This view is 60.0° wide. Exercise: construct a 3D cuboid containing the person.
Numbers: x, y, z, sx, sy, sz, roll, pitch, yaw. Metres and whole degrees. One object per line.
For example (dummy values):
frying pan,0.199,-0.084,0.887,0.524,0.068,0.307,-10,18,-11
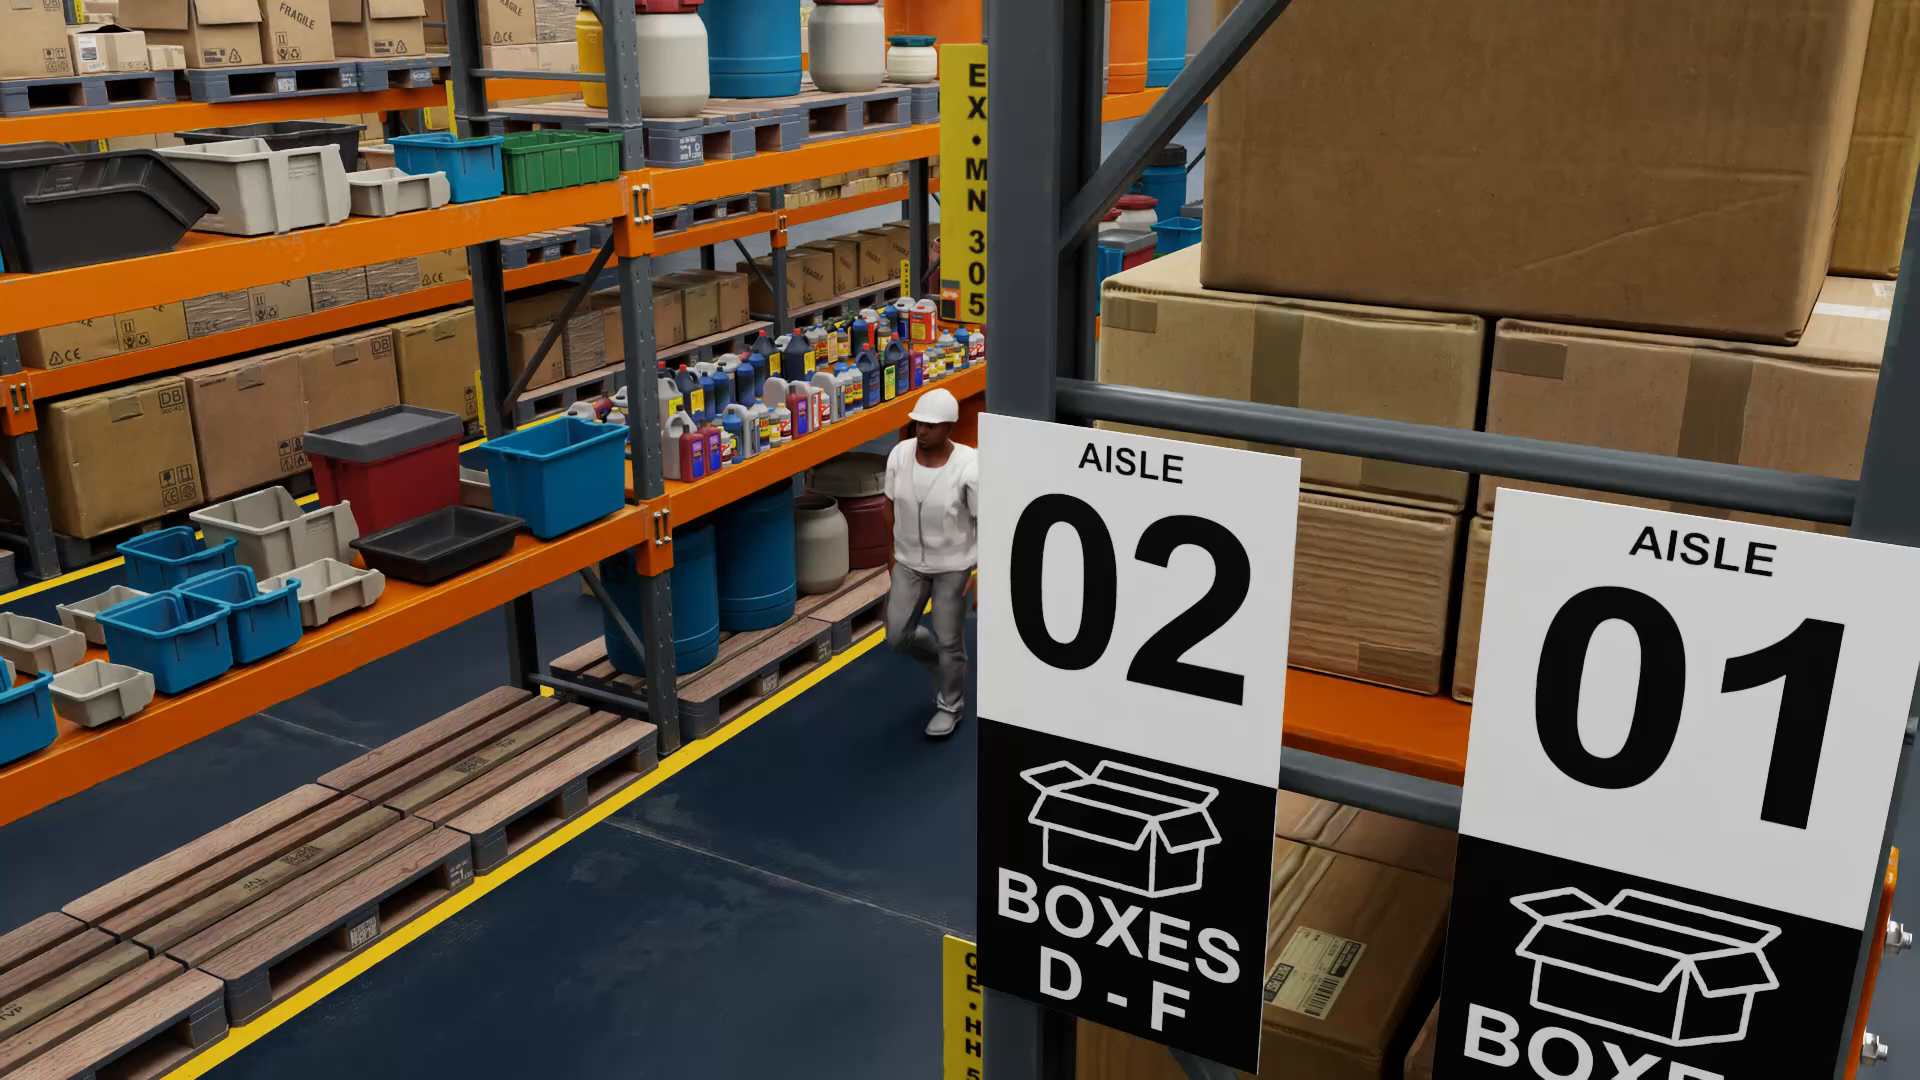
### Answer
person,-0.102,0.096,8.179,0.585,1.757,0.531,8,21,22
